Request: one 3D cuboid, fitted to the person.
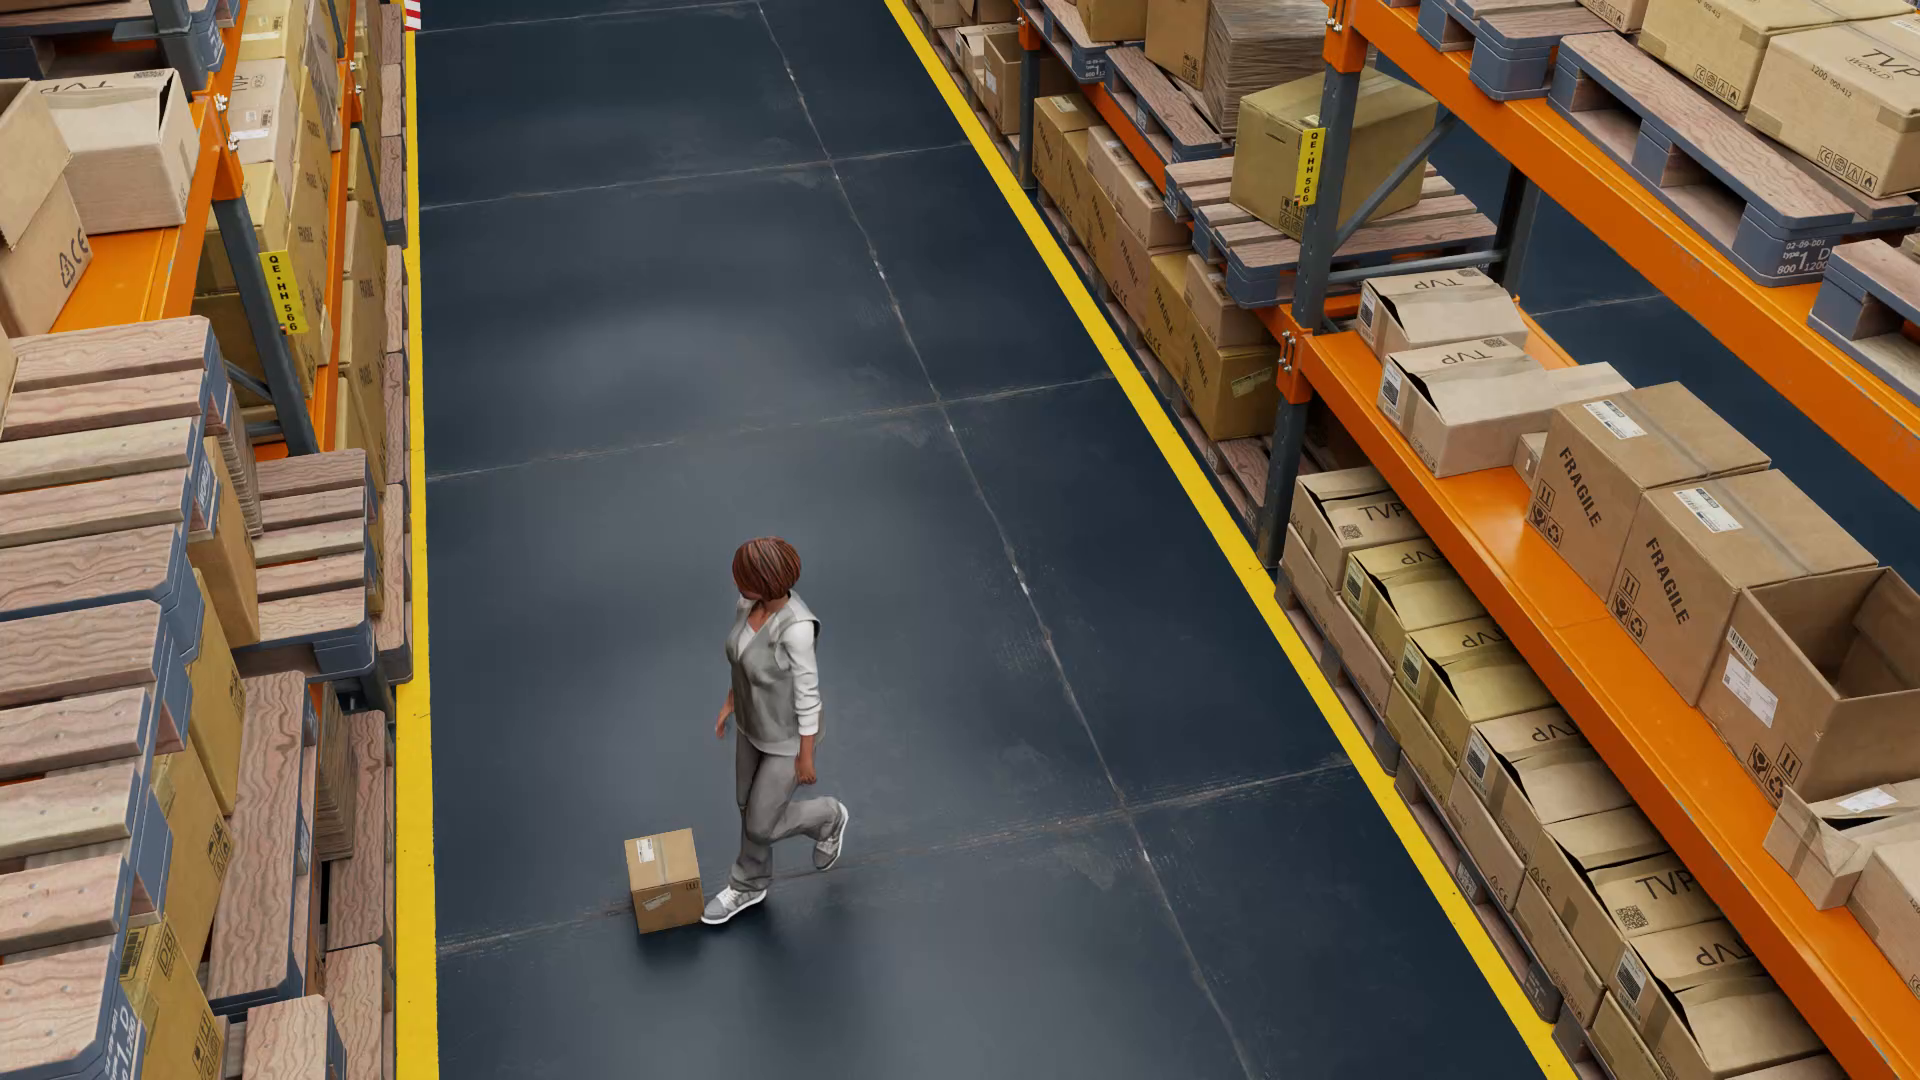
[{"bbox_3d":[-0.717,0.692,5.845,0.618,1.582,0.480,-22,44,-25],"label":"person"}]
